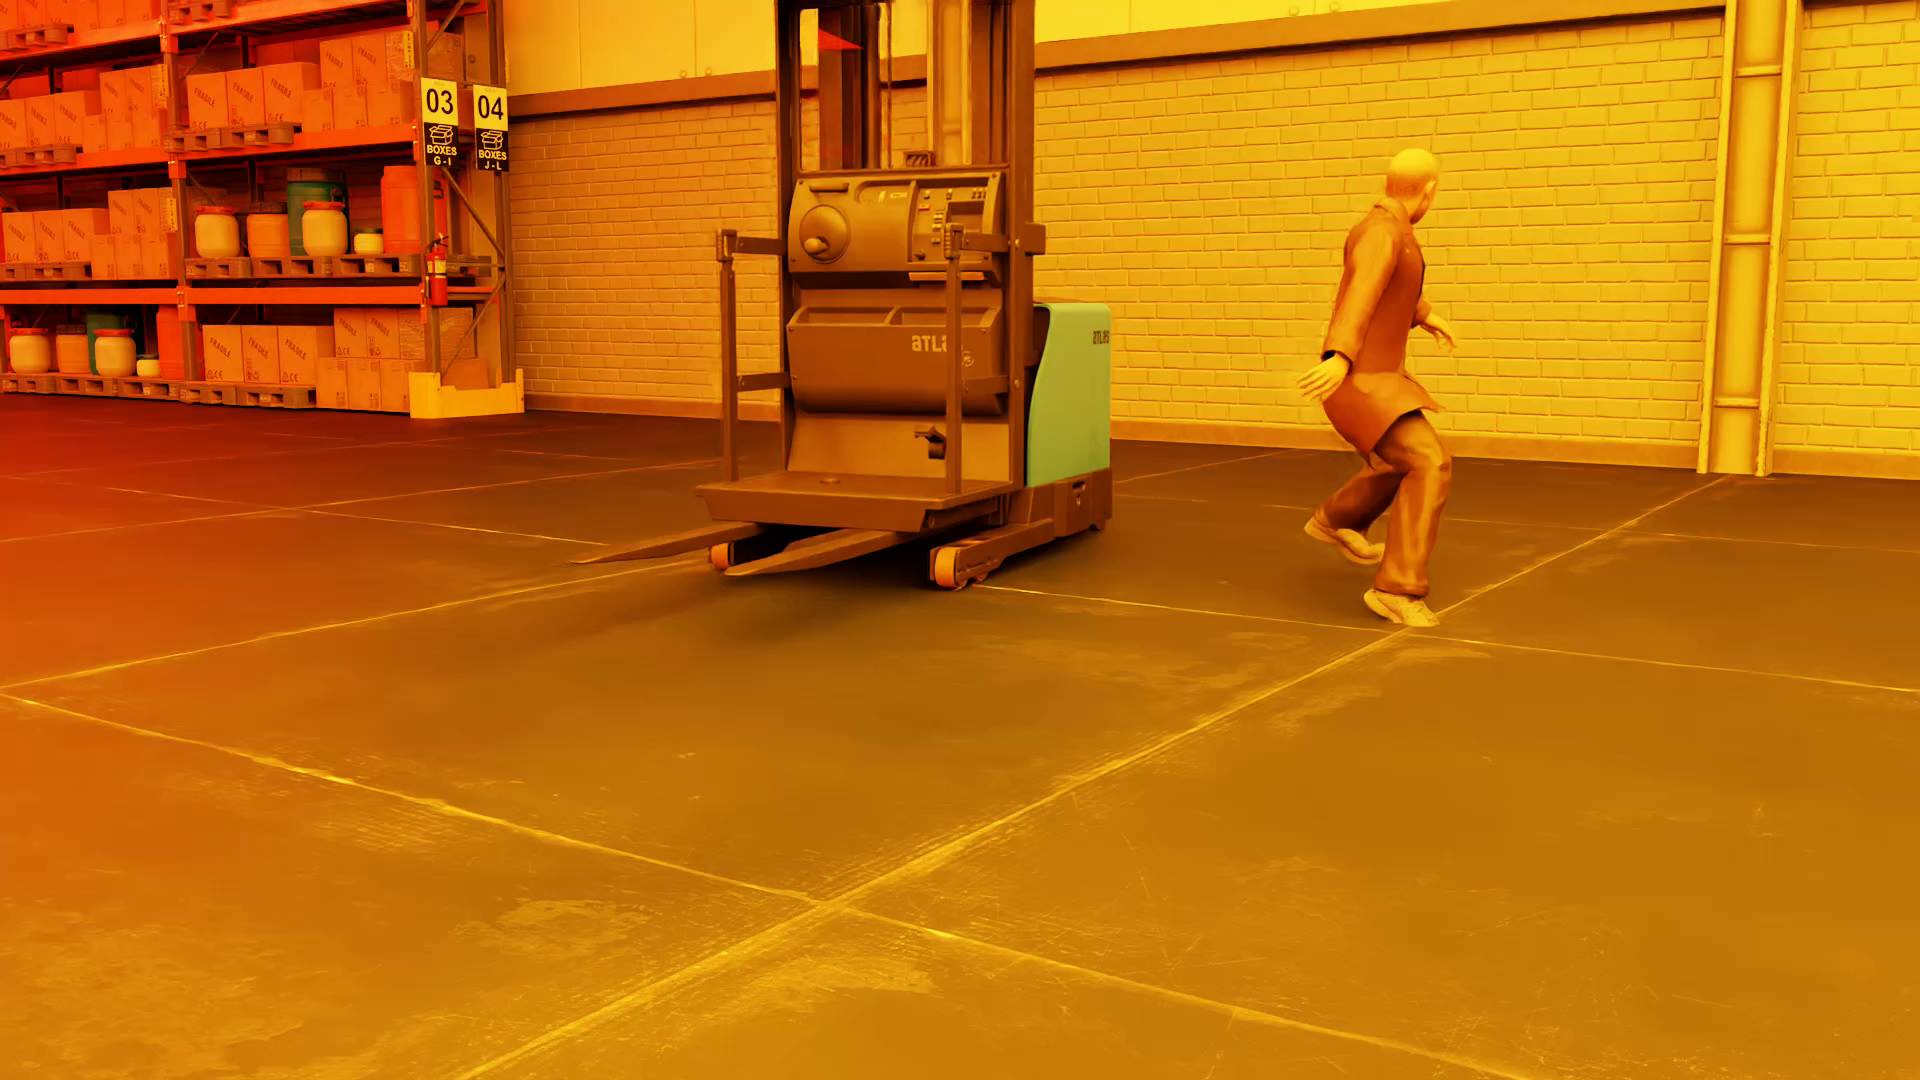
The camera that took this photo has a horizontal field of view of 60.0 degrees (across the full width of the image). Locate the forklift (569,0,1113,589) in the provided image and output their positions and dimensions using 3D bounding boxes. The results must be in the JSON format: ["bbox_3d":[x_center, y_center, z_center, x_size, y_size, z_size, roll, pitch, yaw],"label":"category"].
[{"bbox_3d":[-0.361,-1.333,6.568,1.130,2.935,3.031,4,9,25],"label":"forklift"}]

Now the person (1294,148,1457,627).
[{"bbox_3d":[1.490,-0.530,5.933,0.606,1.703,1.218,3,8,17],"label":"person"}]
